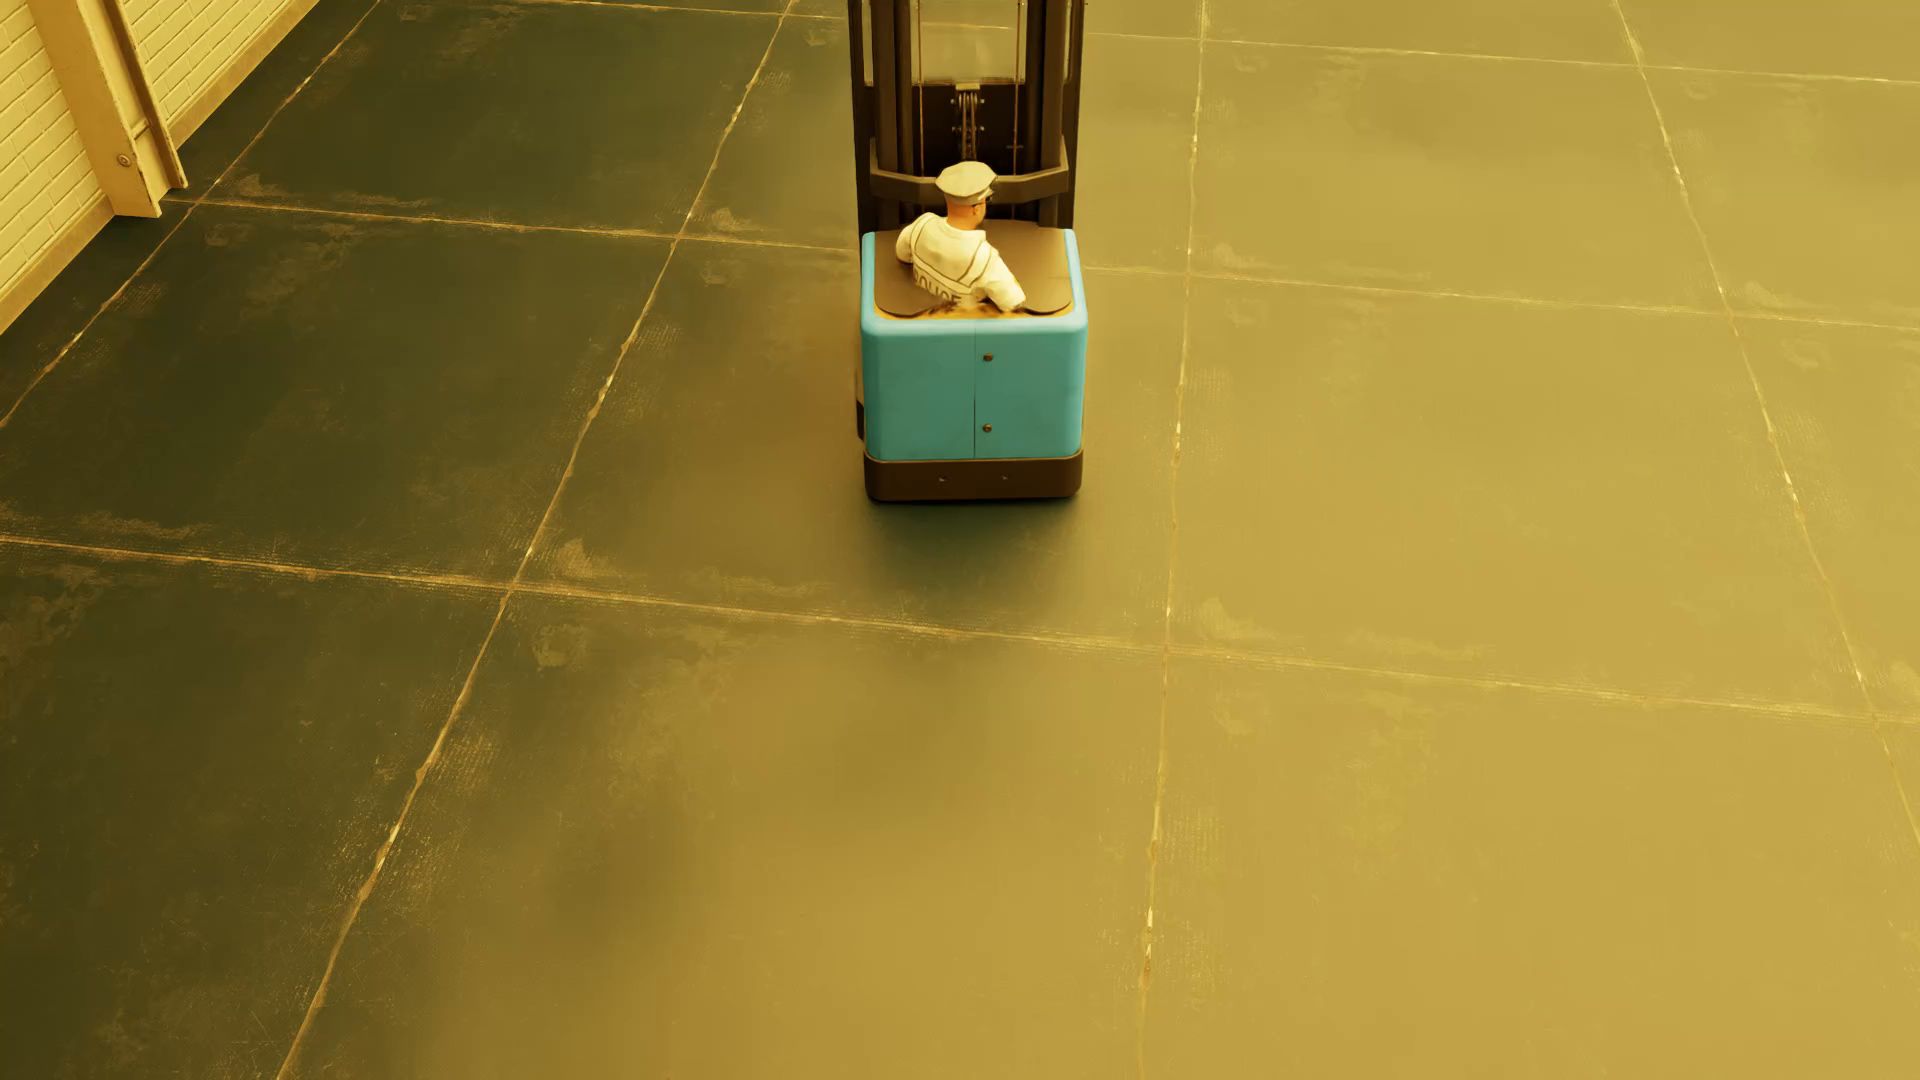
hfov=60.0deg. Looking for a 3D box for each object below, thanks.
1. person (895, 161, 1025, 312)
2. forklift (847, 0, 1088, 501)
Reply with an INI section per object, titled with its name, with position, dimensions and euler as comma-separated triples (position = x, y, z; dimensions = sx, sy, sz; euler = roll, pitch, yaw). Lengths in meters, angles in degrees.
[person]
position = 0.086, -1.055, 7.818
dimensions = 0.795, 1.647, 0.630
euler = 33, 52, 30
[forklift]
position = 0.019, -2.247, 8.171
dimensions = 1.130, 2.935, 3.031
euler = -1, 43, -1
